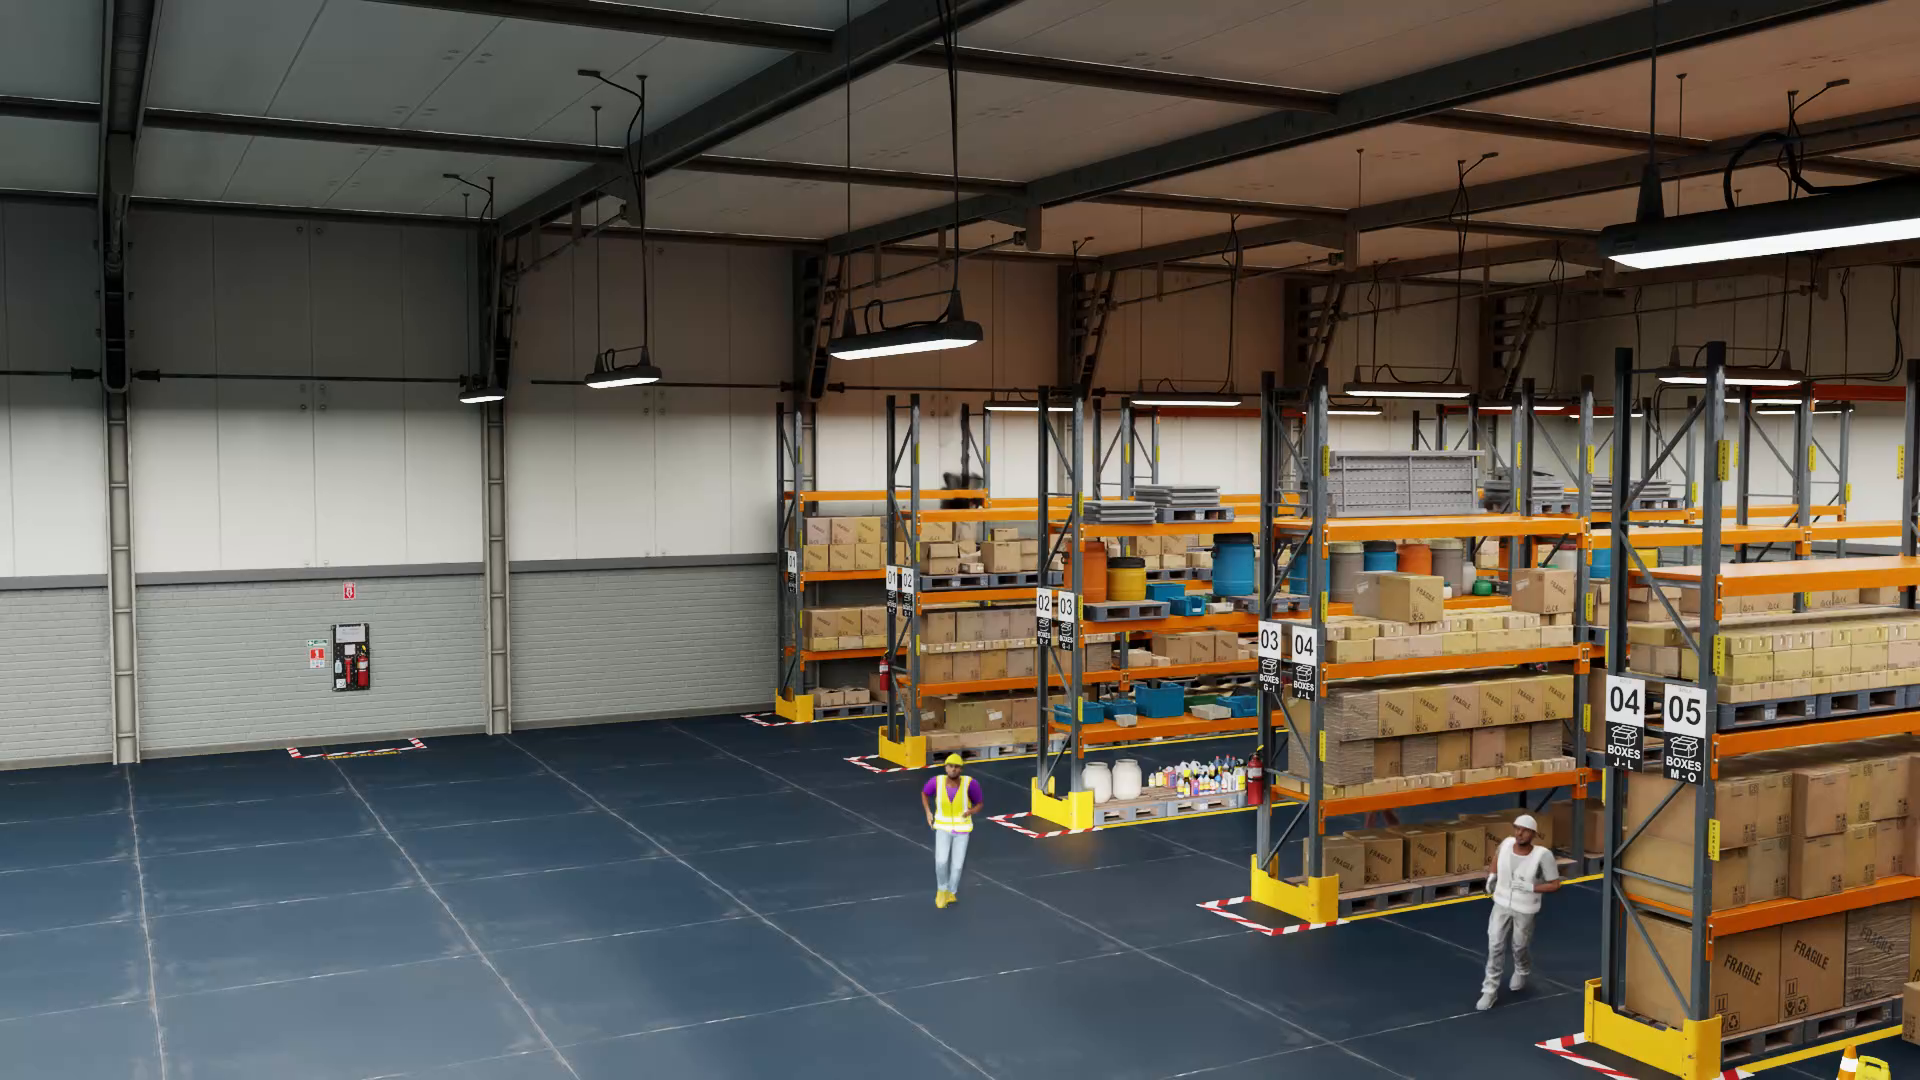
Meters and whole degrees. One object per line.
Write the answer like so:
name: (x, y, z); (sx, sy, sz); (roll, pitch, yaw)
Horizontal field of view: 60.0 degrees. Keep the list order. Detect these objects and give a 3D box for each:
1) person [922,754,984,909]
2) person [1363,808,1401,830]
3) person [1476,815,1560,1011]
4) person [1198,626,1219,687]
person: (-0.080, 3.238, 18.550); (0.685, 1.742, 0.720); (0, 3, -2)
person: (5.455, 3.118, 21.468); (0.880, 1.715, 0.581); (-2, 4, -30)
person: (5.191, 3.416, 15.374); (0.707, 1.778, 0.884); (3, 4, 40)
person: (4.884, 2.429, 32.394); (0.809, 1.709, 0.642); (-2, 4, -29)
